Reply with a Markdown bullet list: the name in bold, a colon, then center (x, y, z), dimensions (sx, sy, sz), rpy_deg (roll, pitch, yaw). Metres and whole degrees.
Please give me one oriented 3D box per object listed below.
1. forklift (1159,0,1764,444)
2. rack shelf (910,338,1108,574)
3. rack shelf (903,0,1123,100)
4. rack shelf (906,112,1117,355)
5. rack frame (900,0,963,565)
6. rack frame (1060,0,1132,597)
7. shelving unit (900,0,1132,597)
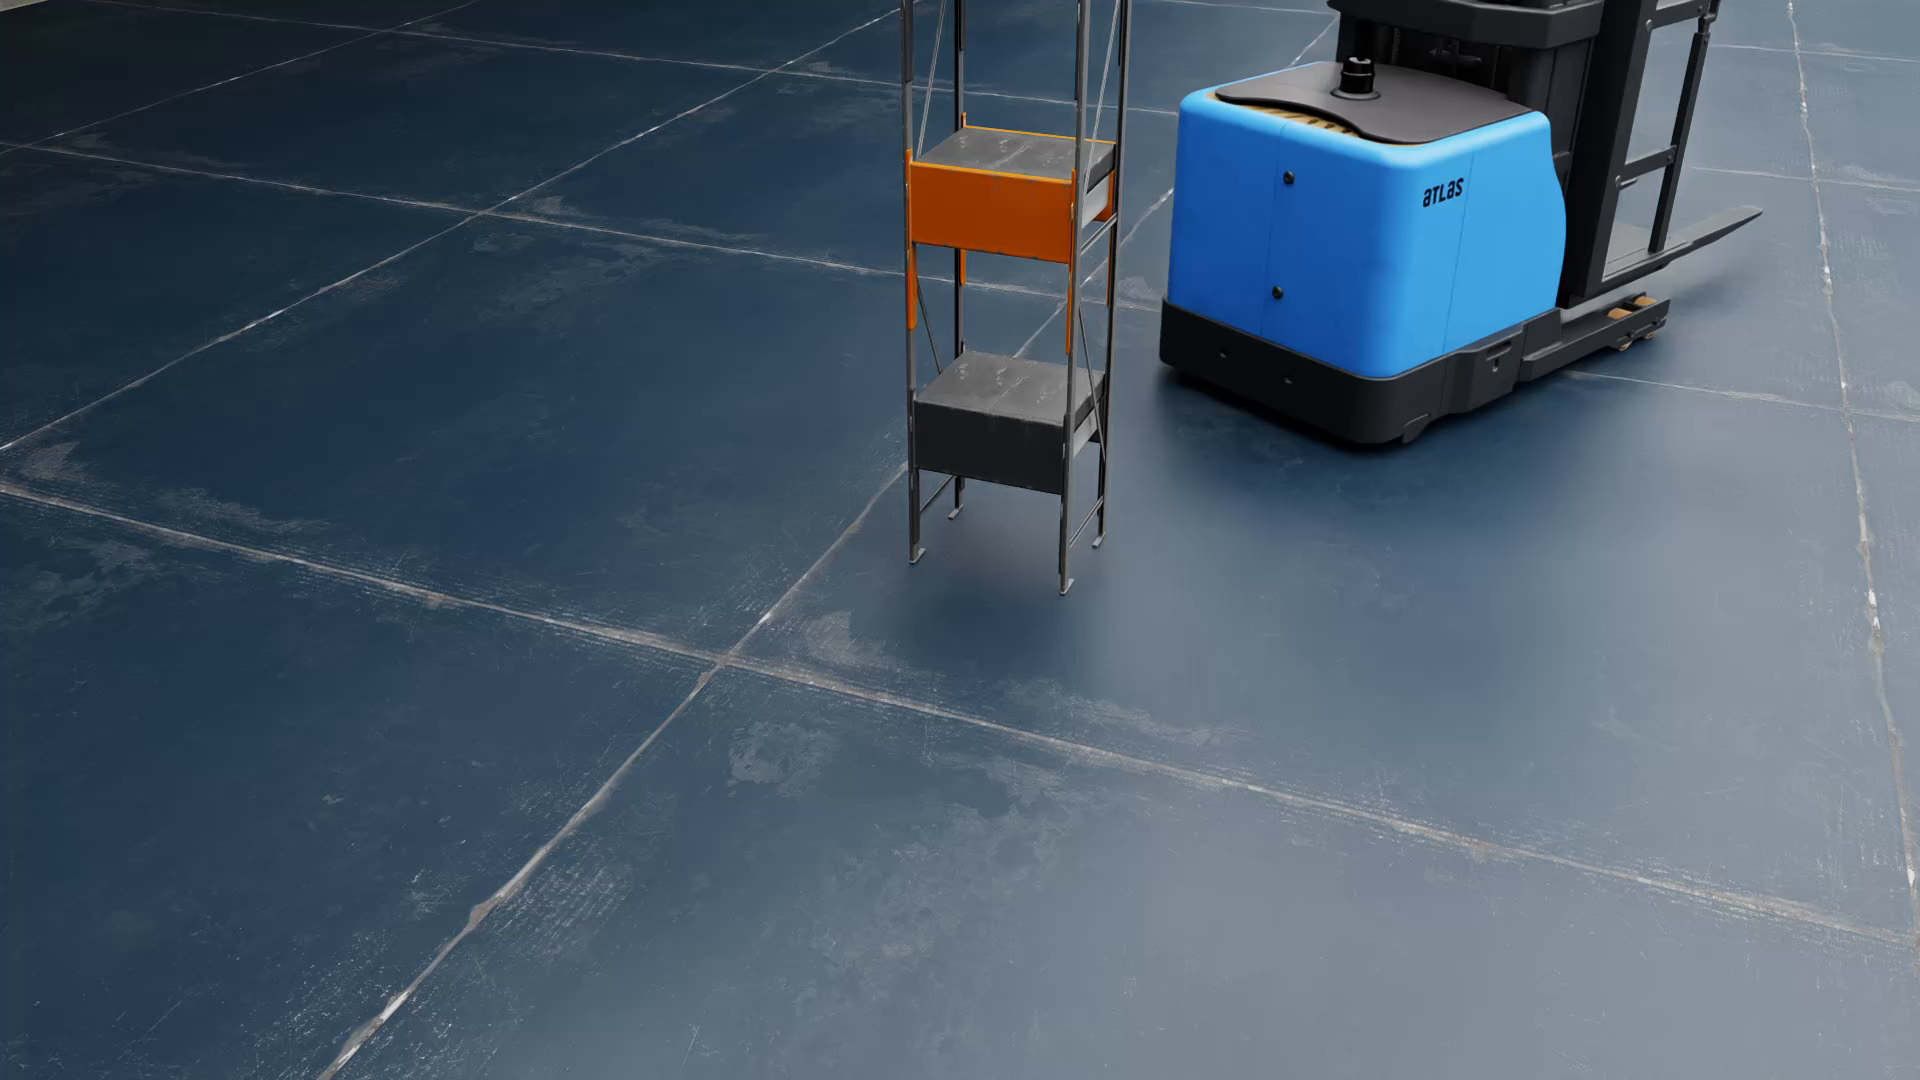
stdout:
- **forklift**: center (2.209, -2.198, 6.161), dimensions (3.031, 2.935, 1.130), rpy_deg (-23, 37, -34)
- **rack shelf**: center (0.153, -0.262, 5.030), dimensions (0.480, 0.518, 0.431), rpy_deg (11, 31, 19)
- **rack shelf**: center (0.153, -1.481, 4.341), dimensions (0.480, 0.518, 0.431), rpy_deg (11, 31, 19)
- **rack shelf**: center (0.153, -0.872, 4.686), dimensions (0.480, 0.518, 0.431), rpy_deg (11, 31, 19)
- **rack frame**: center (-0.073, -0.929, 4.759), dimensions (0.015, 2.100, 0.400), rpy_deg (11, 31, 19)
- **rack frame**: center (0.379, -0.838, 4.599), dimensions (0.015, 2.100, 0.400), rpy_deg (11, 31, 19)
- **shelving unit**: center (0.153, -0.883, 4.679), dimensions (0.503, 2.100, 0.431), rpy_deg (11, 31, 19)
